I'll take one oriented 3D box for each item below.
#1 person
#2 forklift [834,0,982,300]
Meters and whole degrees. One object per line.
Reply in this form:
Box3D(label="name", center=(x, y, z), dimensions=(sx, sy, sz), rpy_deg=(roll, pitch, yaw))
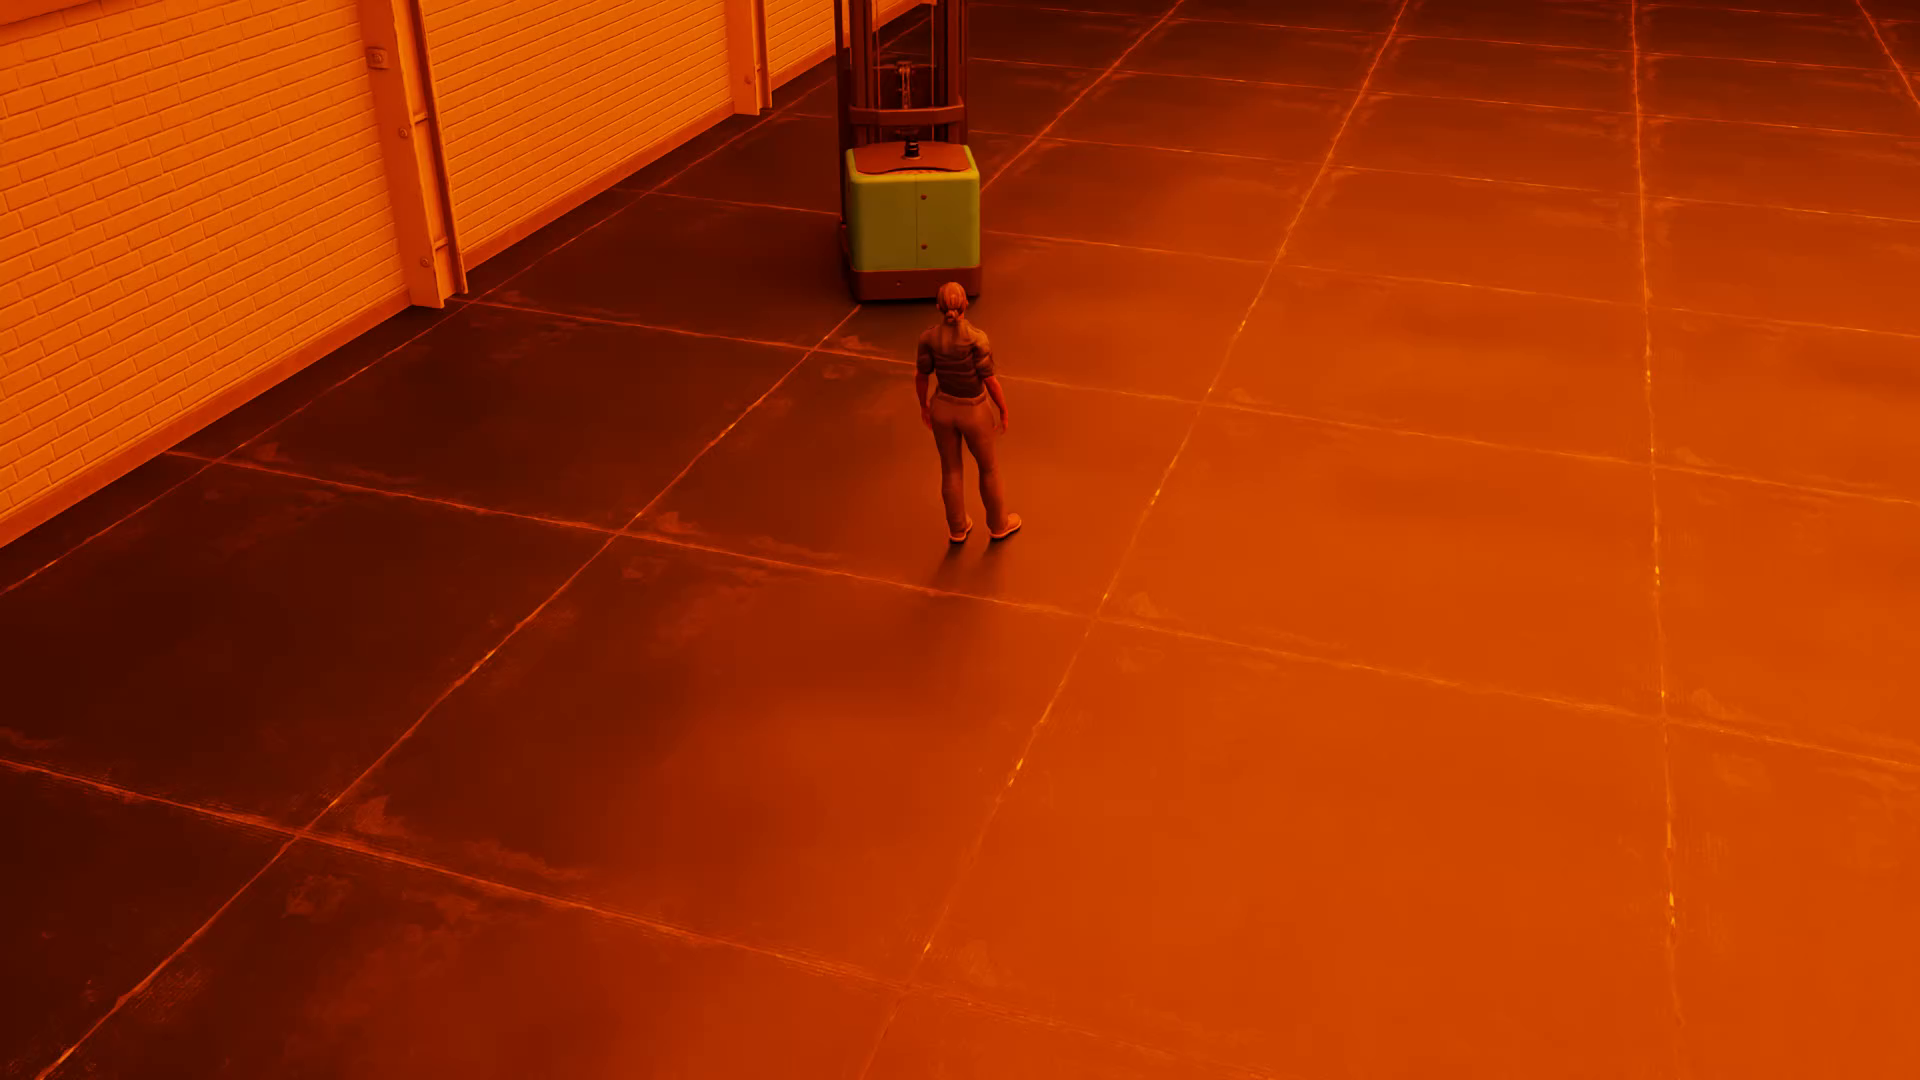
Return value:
Box3D(label="person", center=(0.047, -0.763, 9.749), dimensions=(0.569, 1.654, 0.504), rpy_deg=(10, 31, 16))
Box3D(label="forklift", center=(-0.504, -3.899, 13.976), dimensions=(1.130, 2.935, 3.031), rpy_deg=(-3, 30, -5))
